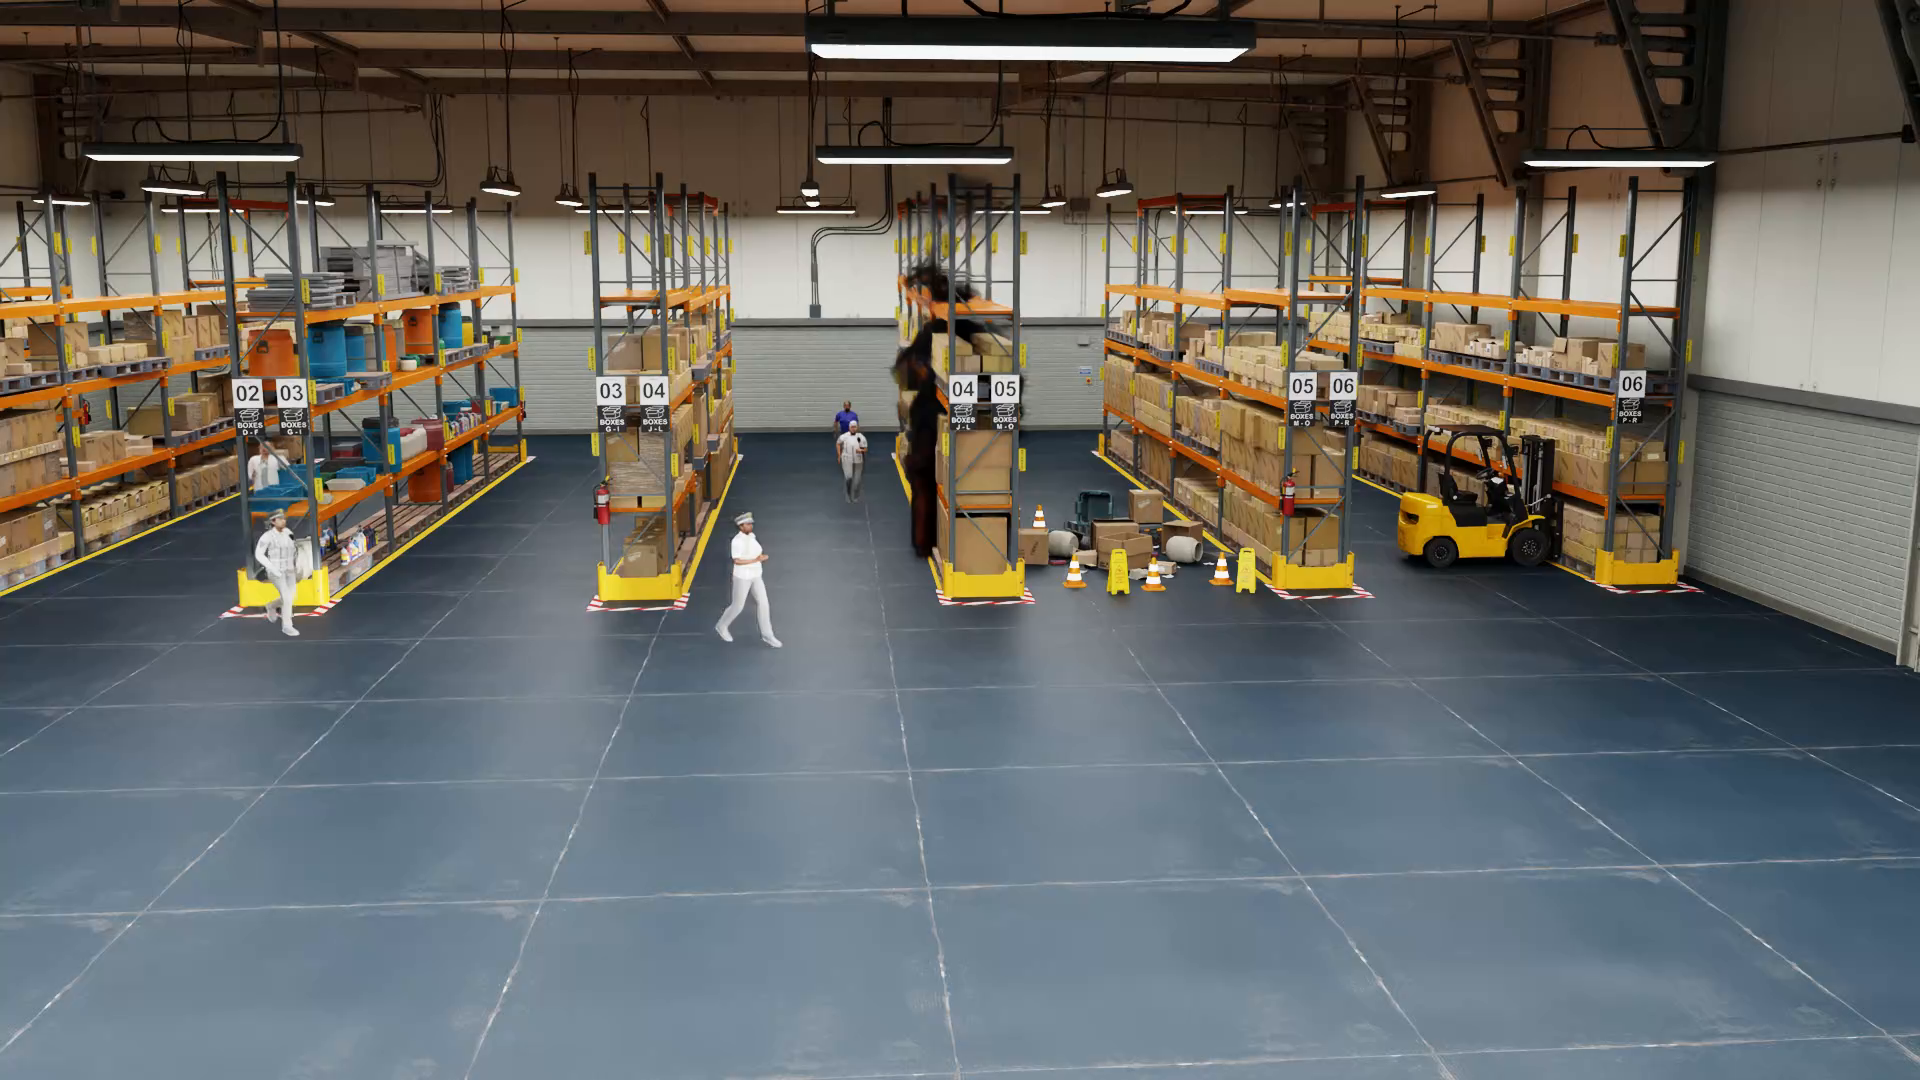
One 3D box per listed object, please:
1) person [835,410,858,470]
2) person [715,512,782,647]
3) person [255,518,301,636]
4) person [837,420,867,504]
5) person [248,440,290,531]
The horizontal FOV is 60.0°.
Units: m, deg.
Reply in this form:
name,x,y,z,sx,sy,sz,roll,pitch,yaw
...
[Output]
name,x,y,z,sx,sy,sz,roll,pitch,yaw
person,-2.531,-2.225,37.190,0.521,1.411,0.581,-1,10,-3
person,-2.681,0.483,20.950,0.922,1.698,0.579,6,12,32
person,-8.908,0.423,21.738,0.627,1.611,0.651,5,11,26
person,-2.053,-1.481,31.800,0.549,1.636,0.571,-2,10,-12
person,-11.601,-0.752,27.879,0.685,1.844,0.794,-1,10,-6
